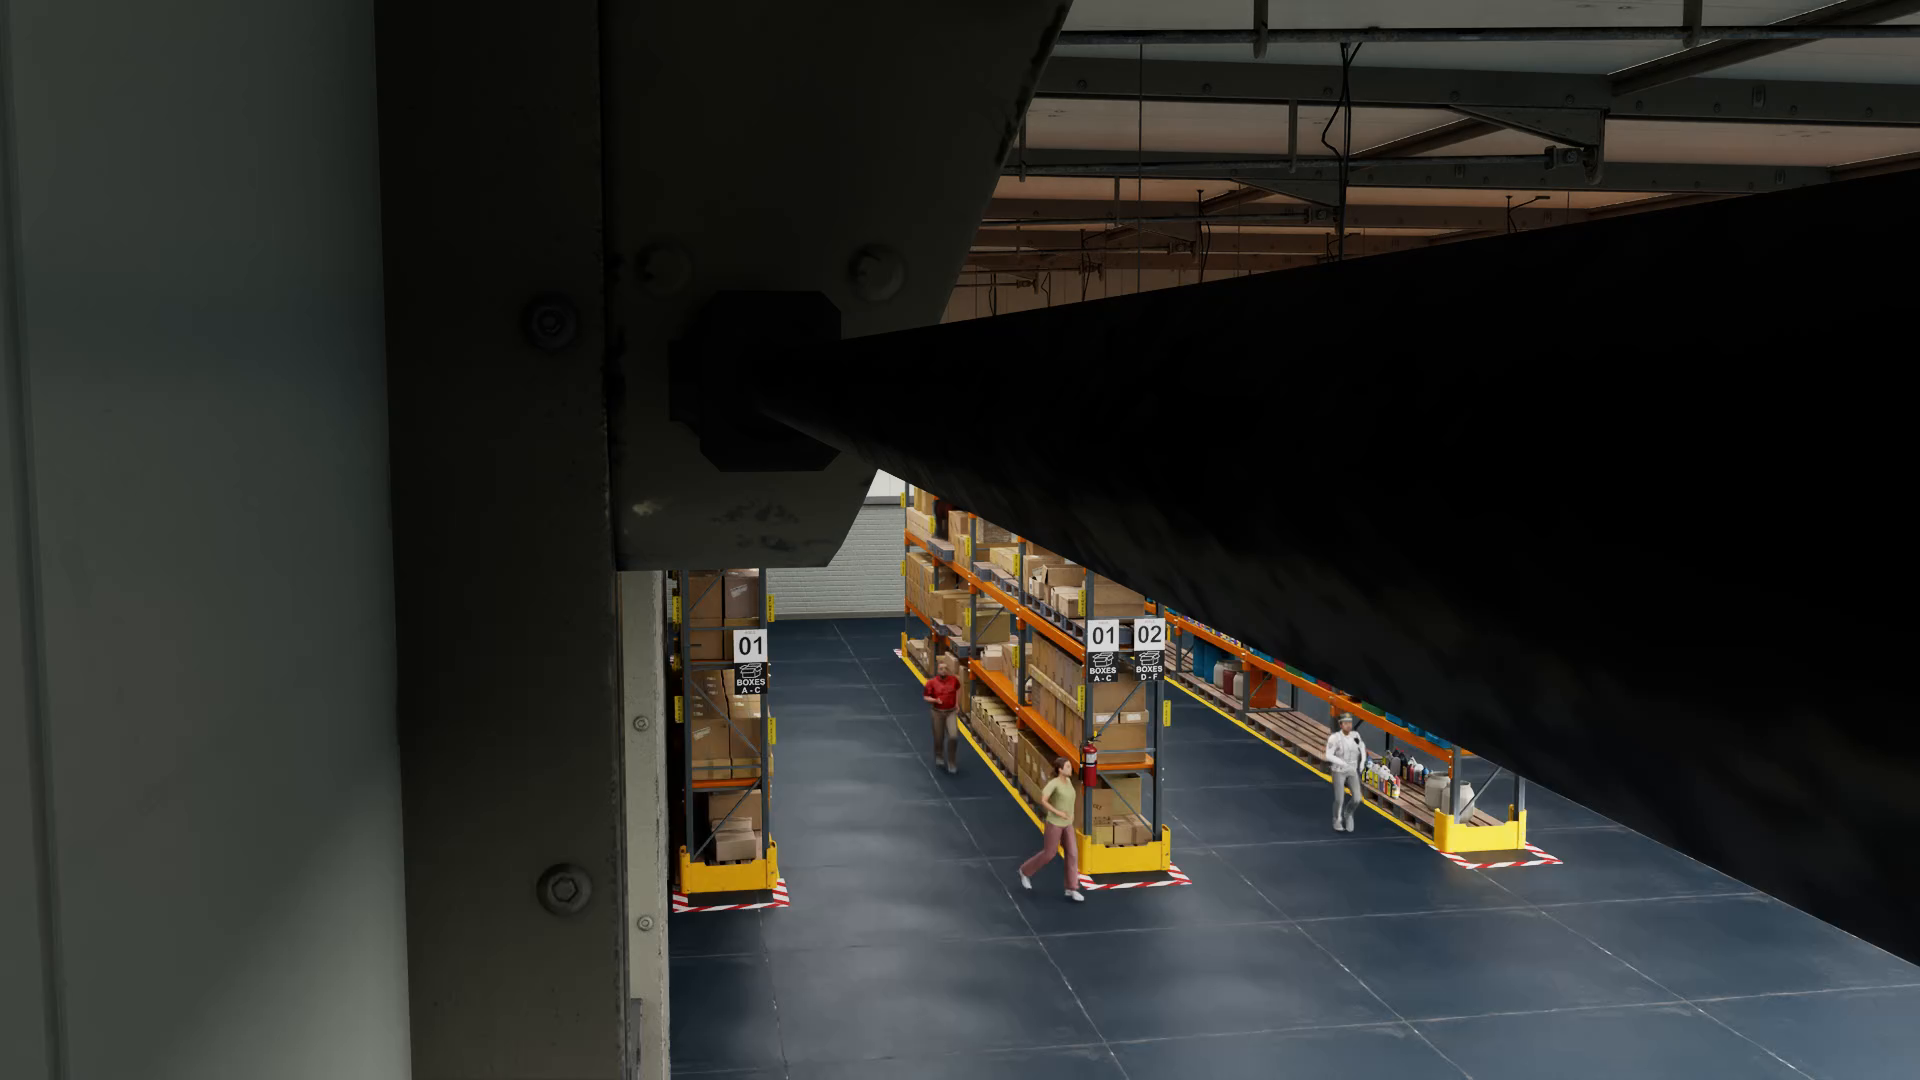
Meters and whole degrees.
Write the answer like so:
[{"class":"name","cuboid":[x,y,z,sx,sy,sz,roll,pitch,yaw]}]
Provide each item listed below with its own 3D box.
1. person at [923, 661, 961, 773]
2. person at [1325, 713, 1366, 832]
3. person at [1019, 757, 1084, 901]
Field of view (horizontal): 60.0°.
[{"class":"person","cuboid":[-0.256,2.789,26.102,0.638,1.786,0.767,-1,6,-10]},{"class":"person","cuboid":[5.260,3.158,22.562,0.635,1.673,0.621,-1,6,-9]},{"class":"person","cuboid":[1.221,3.425,20.009,0.954,1.636,0.640,5,8,42]}]
